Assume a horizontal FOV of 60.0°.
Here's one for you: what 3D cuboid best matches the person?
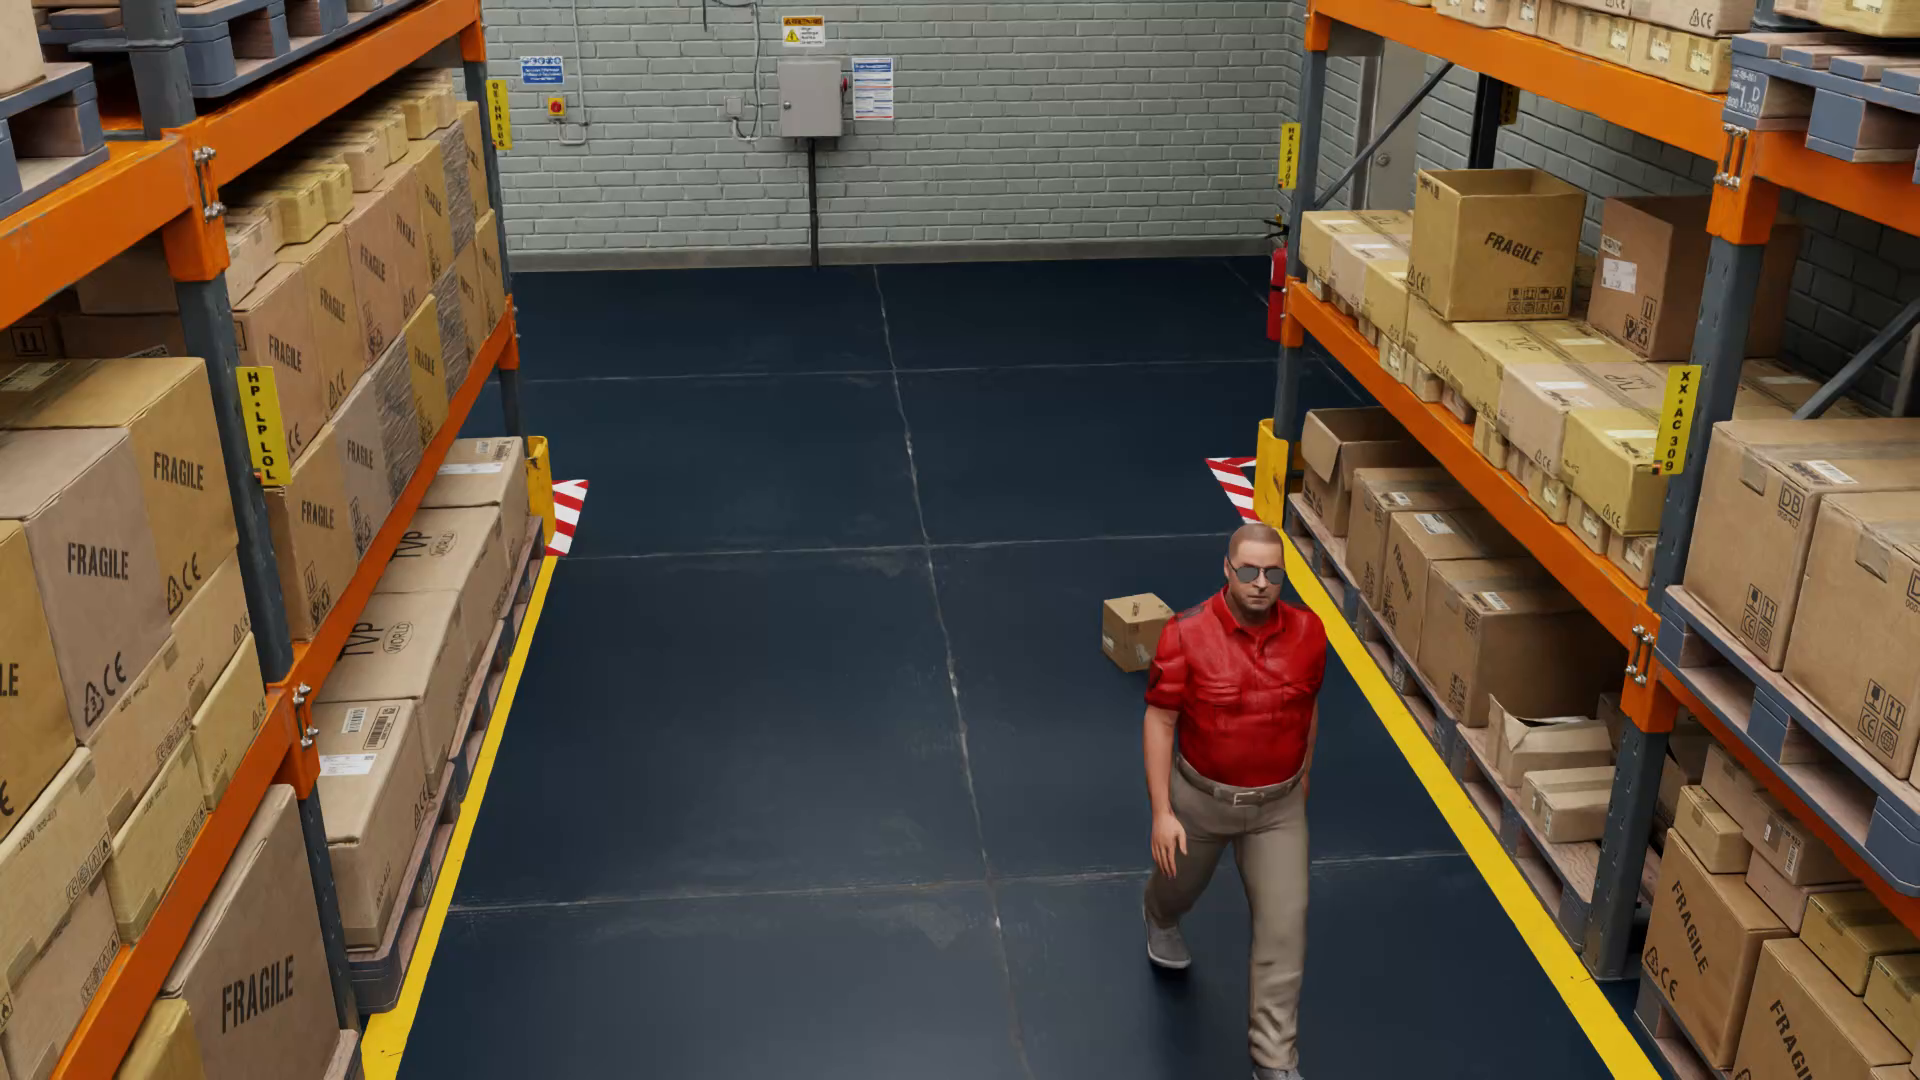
[{"bbox_3d":[0.811,0.765,4.880,0.569,1.671,1.056,-2,24,-4],"label":"person"}]
